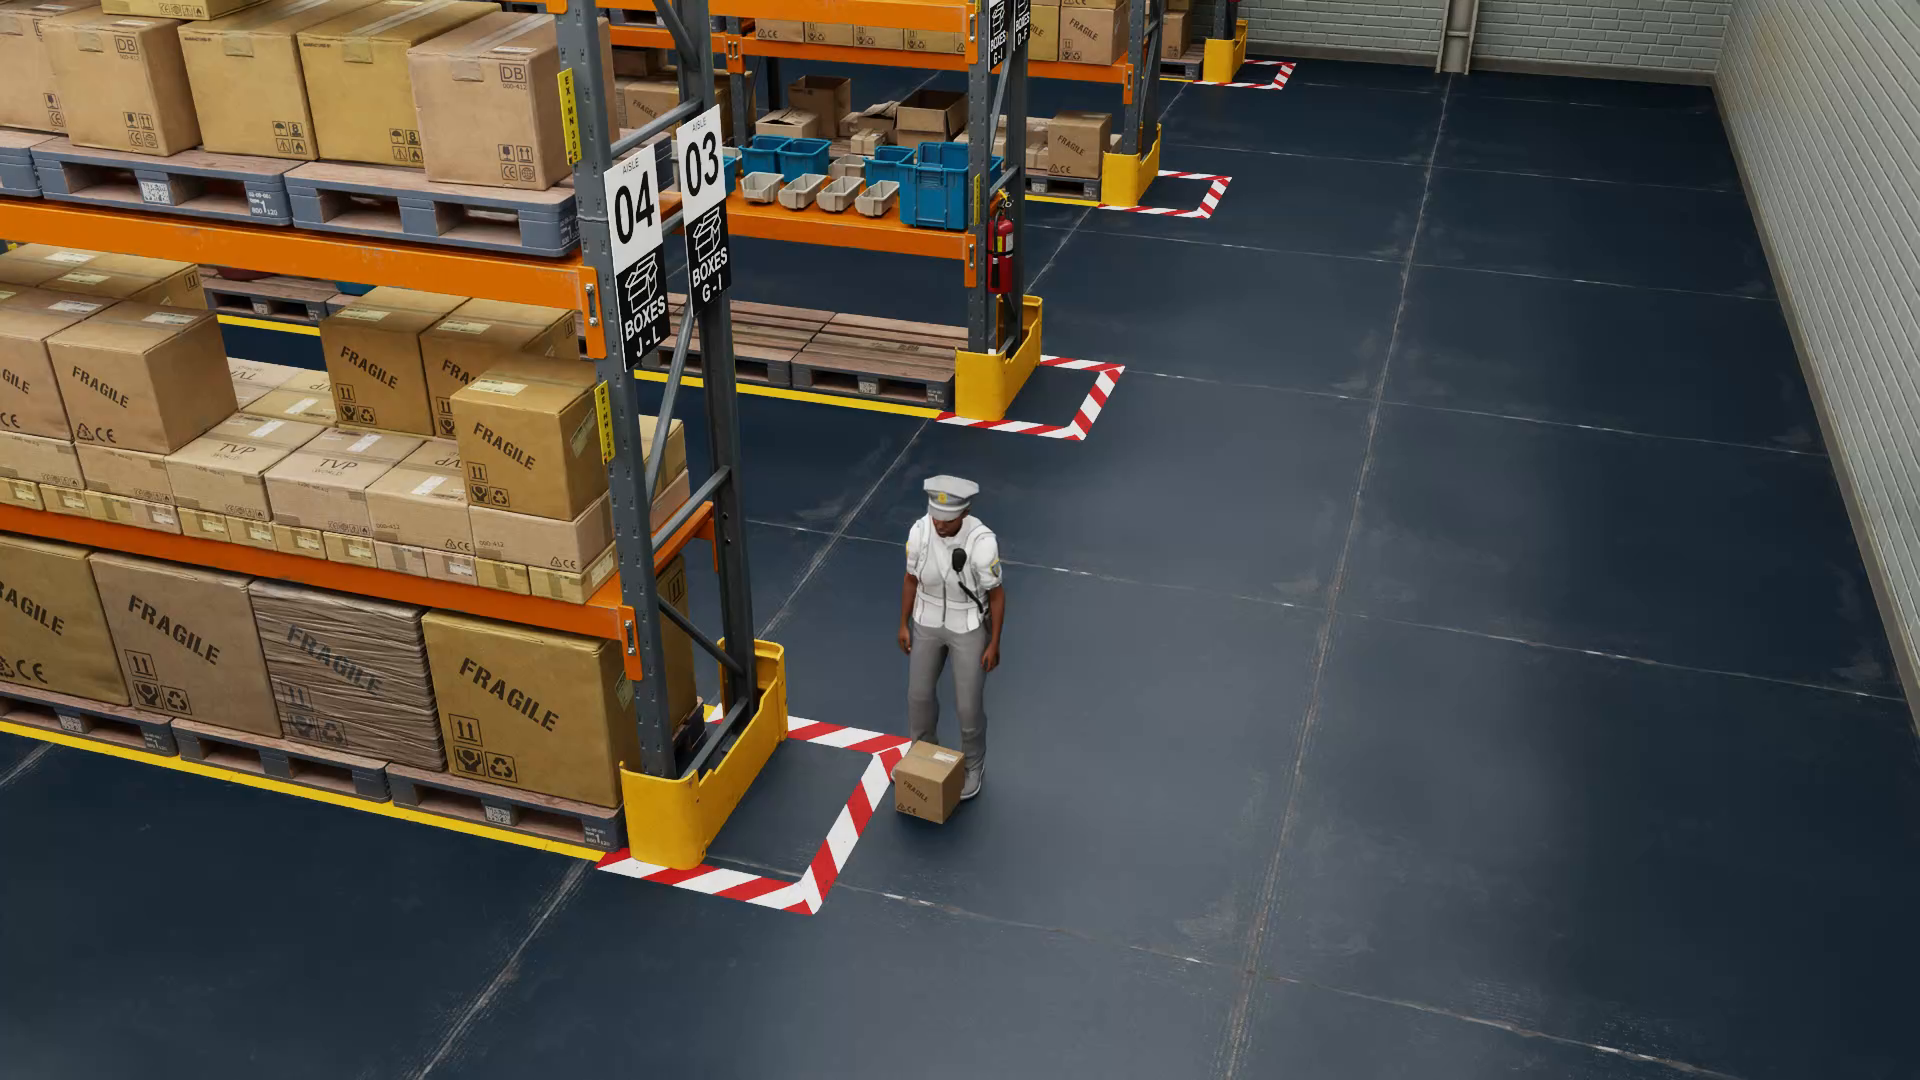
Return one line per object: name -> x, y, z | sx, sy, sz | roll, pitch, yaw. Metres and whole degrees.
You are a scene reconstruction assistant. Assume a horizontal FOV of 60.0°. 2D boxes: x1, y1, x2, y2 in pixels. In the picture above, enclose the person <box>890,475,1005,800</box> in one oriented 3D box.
person -> -0.053, 0.428, 7.737 | 0.530, 1.663, 0.391 | 11, 31, 19
